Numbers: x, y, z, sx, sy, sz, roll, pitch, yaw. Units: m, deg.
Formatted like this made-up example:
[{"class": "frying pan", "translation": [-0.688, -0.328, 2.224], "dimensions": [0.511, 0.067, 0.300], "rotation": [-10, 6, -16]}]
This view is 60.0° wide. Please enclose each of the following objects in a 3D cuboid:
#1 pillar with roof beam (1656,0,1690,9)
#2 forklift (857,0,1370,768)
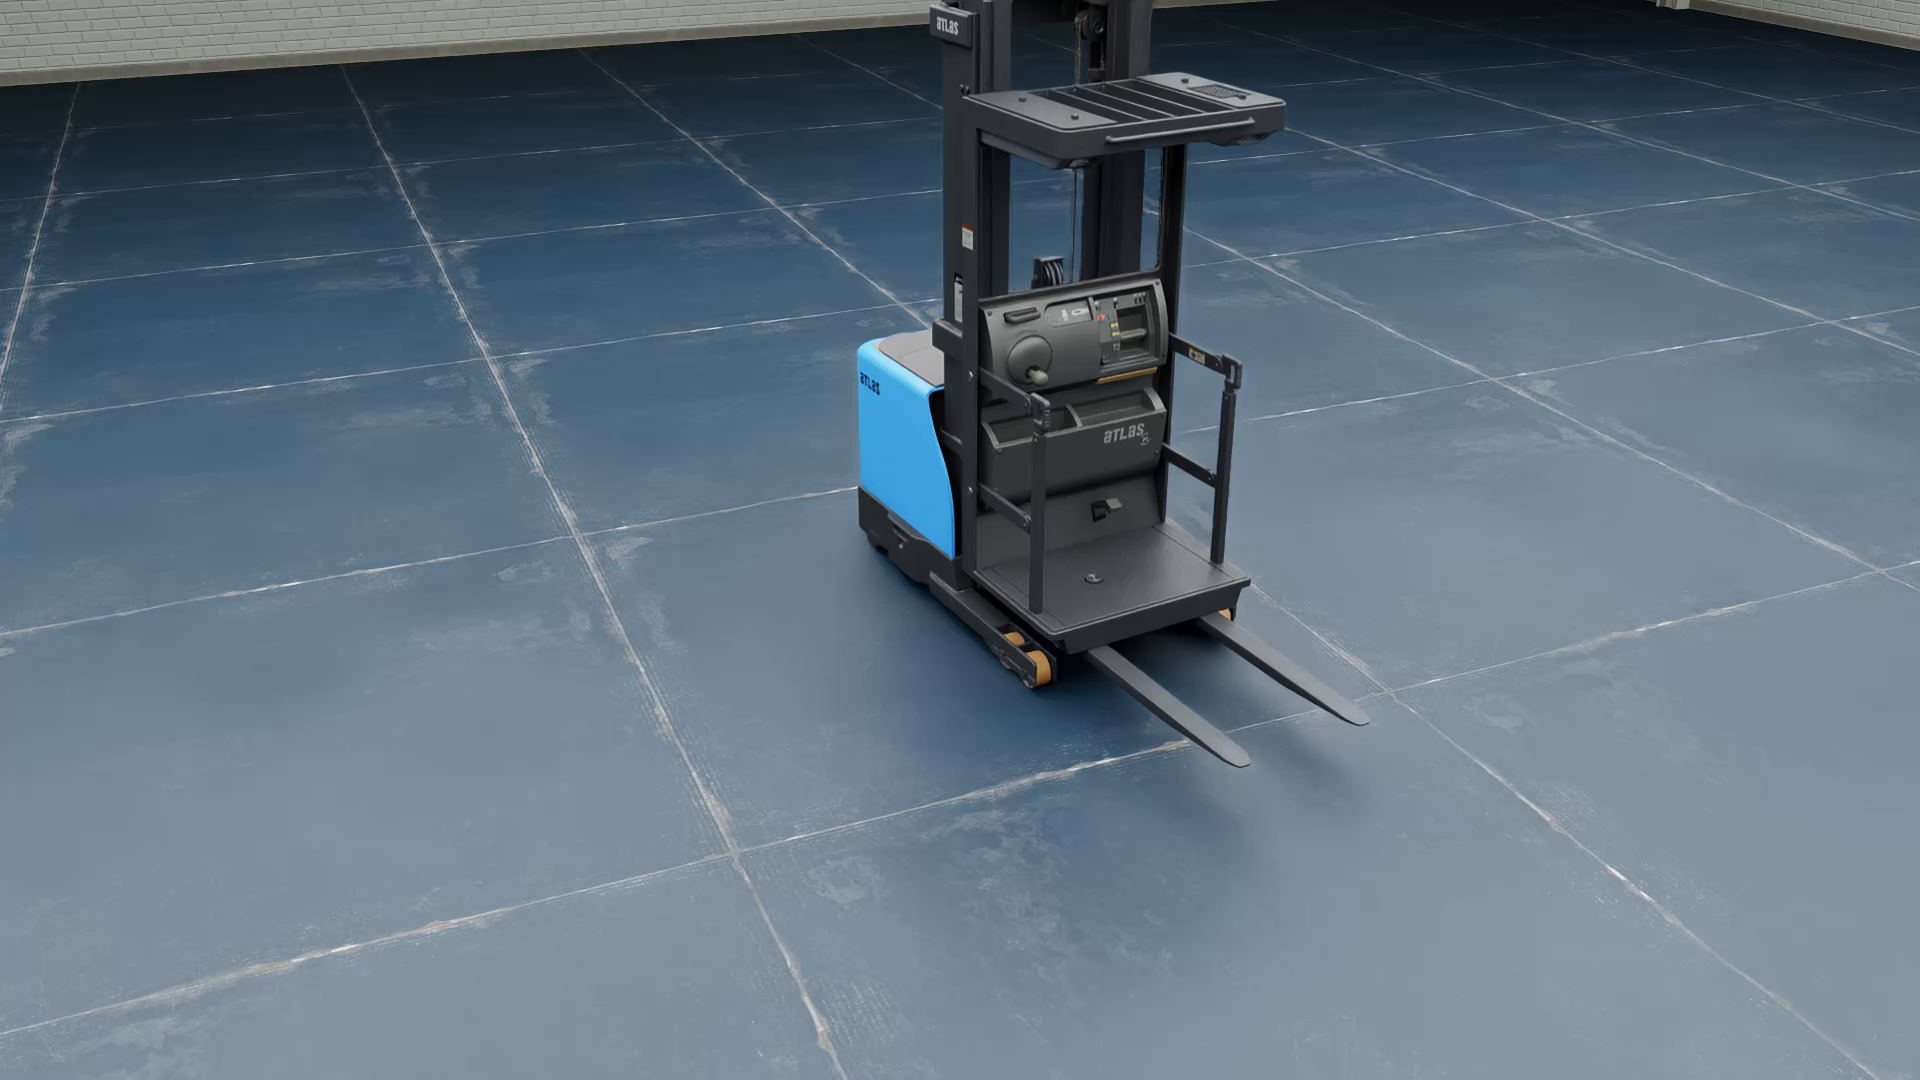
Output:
[{"class": "pillar with roof beam", "translation": [6.957, -11.467, 21.979], "dimensions": [9.100, 9.000, 0.400], "rotation": [-11, 28, -21]}, {"class": "forklift", "translation": [0.630, -0.887, 7.226], "dimensions": [1.130, 2.935, 3.031], "rotation": [-14, 29, -26]}]
